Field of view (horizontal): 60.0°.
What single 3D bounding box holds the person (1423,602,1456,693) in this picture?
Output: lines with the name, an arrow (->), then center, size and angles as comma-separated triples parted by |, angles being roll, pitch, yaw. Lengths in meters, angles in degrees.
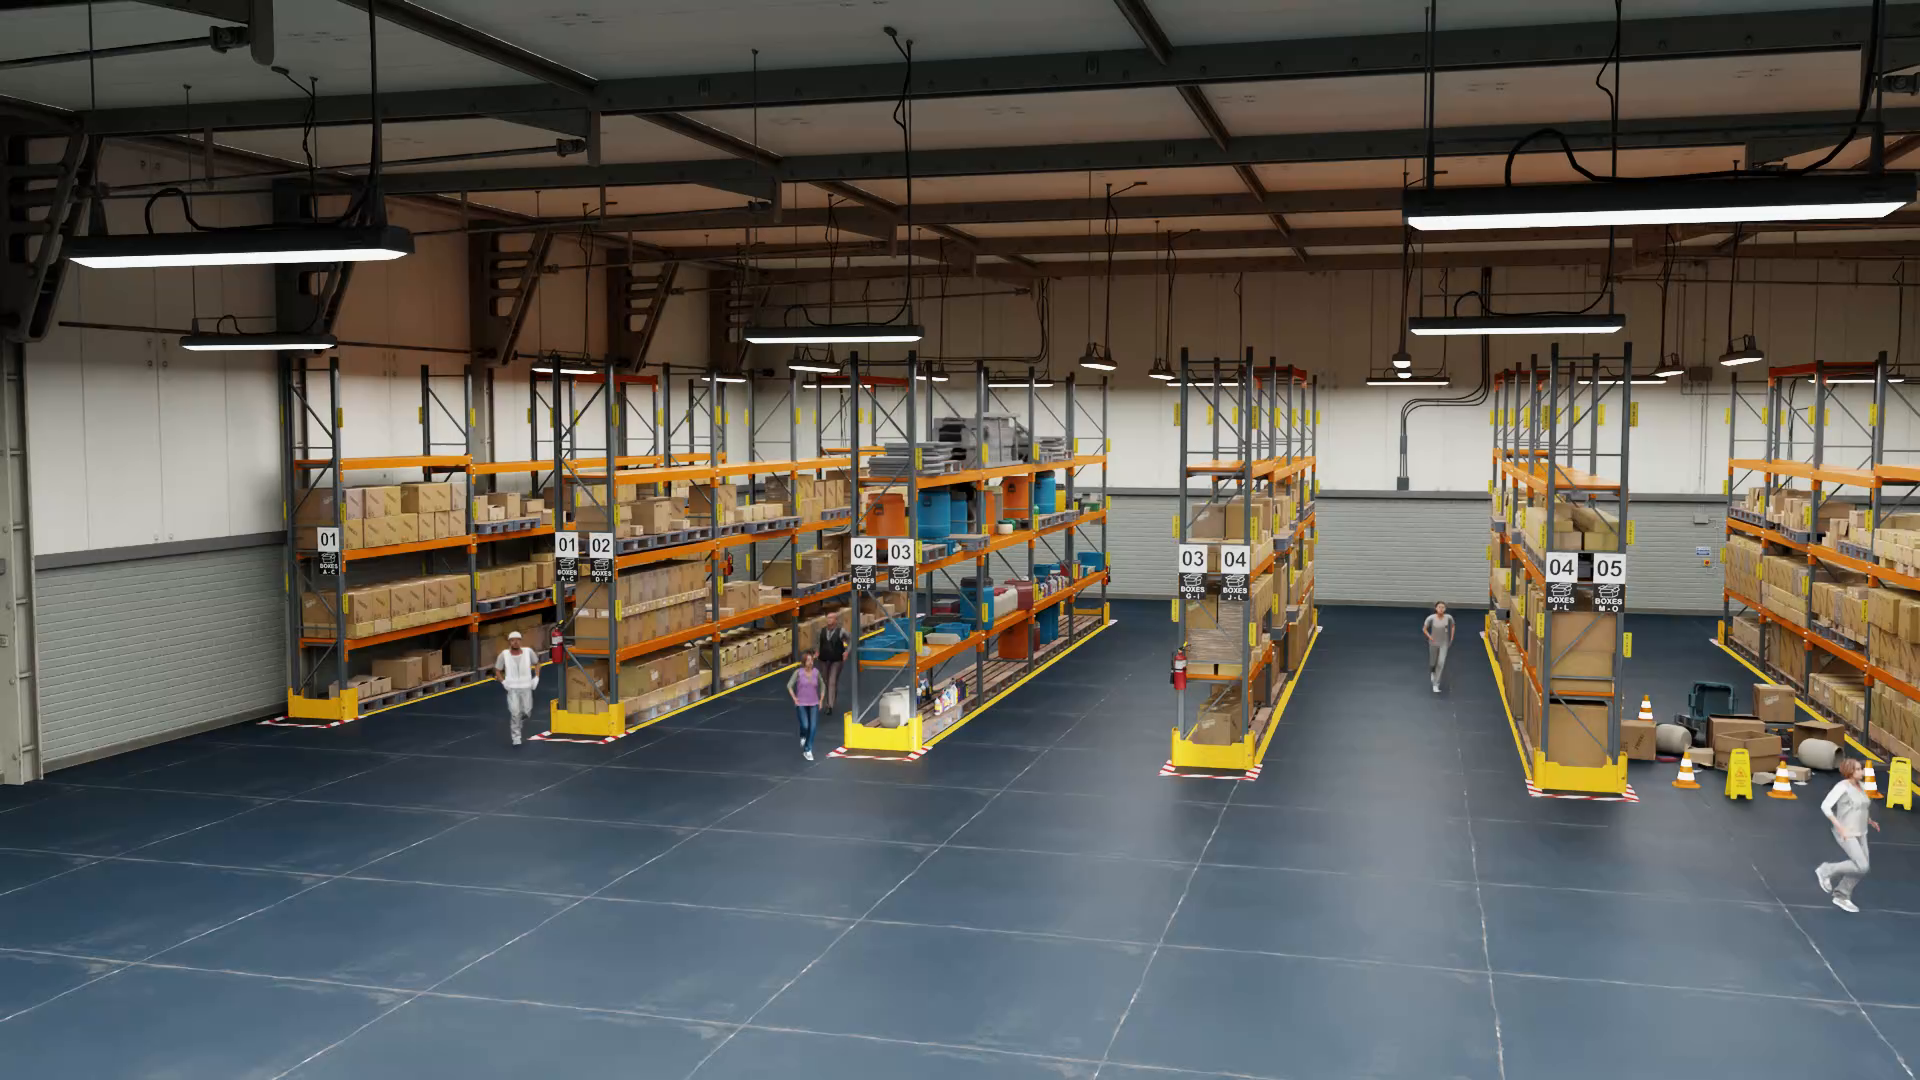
person -> 8.830, 1.946, 30.638 | 0.588, 1.649, 0.777 | 1, 4, 9

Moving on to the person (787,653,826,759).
person -> -2.226, 2.446, 24.391 | 0.565, 1.561, 0.468 | -1, 4, -15

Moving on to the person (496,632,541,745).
person -> -6.747, 2.266, 25.454 | 0.683, 1.738, 0.672 | -2, 5, -22

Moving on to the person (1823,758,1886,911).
person -> 9.089, 2.996, 16.867 | 0.523, 1.568, 0.536 | -3, 5, -32

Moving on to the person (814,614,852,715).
person -> -2.180, 2.093, 28.326 | 0.676, 1.685, 0.791 | 1, 4, 13
